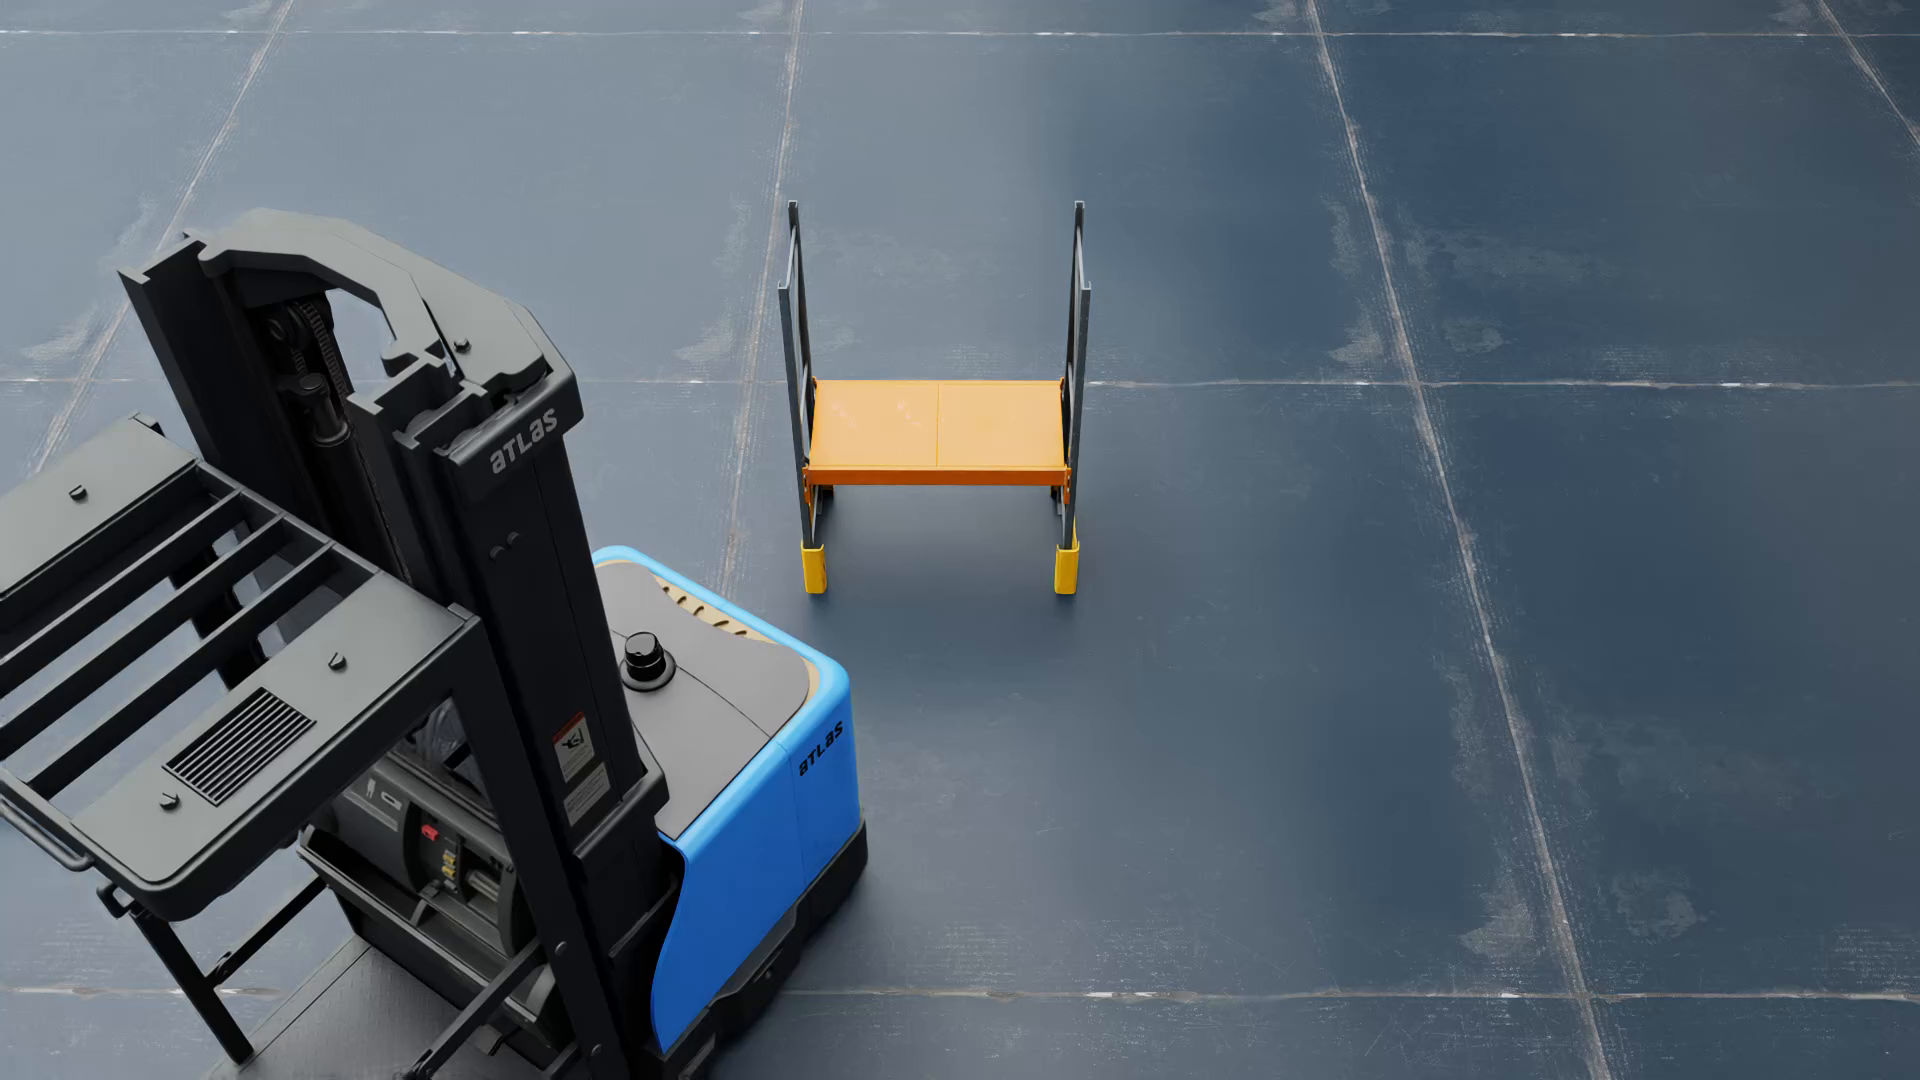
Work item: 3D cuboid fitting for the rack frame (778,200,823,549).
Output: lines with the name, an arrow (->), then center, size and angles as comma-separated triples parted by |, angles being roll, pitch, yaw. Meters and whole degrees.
rack frame -> -0.594, -0.513, 6.283 | 0.032, 1.500, 0.500 | 0, 47, 0

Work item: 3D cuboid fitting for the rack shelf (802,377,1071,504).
rack shelf -> -0.085, -0.389, 6.414 | 1.000, 0.185, 0.538 | 0, 47, 0

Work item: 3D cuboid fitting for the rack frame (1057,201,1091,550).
rack frame -> 0.423, -0.510, 6.281 | 0.032, 1.500, 0.500 | 0, 47, 0

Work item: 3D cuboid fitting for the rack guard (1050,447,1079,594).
rack guard -> 0.422, -0.084, 6.738 | 0.087, 0.250, 0.587 | 0, 47, 0

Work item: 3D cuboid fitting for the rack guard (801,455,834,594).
rack guard -> -0.574, -0.087, 6.741 | 0.087, 0.250, 0.587 | 0, 47, 0

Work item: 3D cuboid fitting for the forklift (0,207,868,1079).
forklift -> -1.565, 0.815, 4.070 | 1.130, 2.935, 3.031 | 27, 53, 23

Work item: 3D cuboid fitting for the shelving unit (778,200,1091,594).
shelving unit -> -0.076, -0.511, 6.282 | 1.083, 1.500, 0.587 | 0, 47, 0
